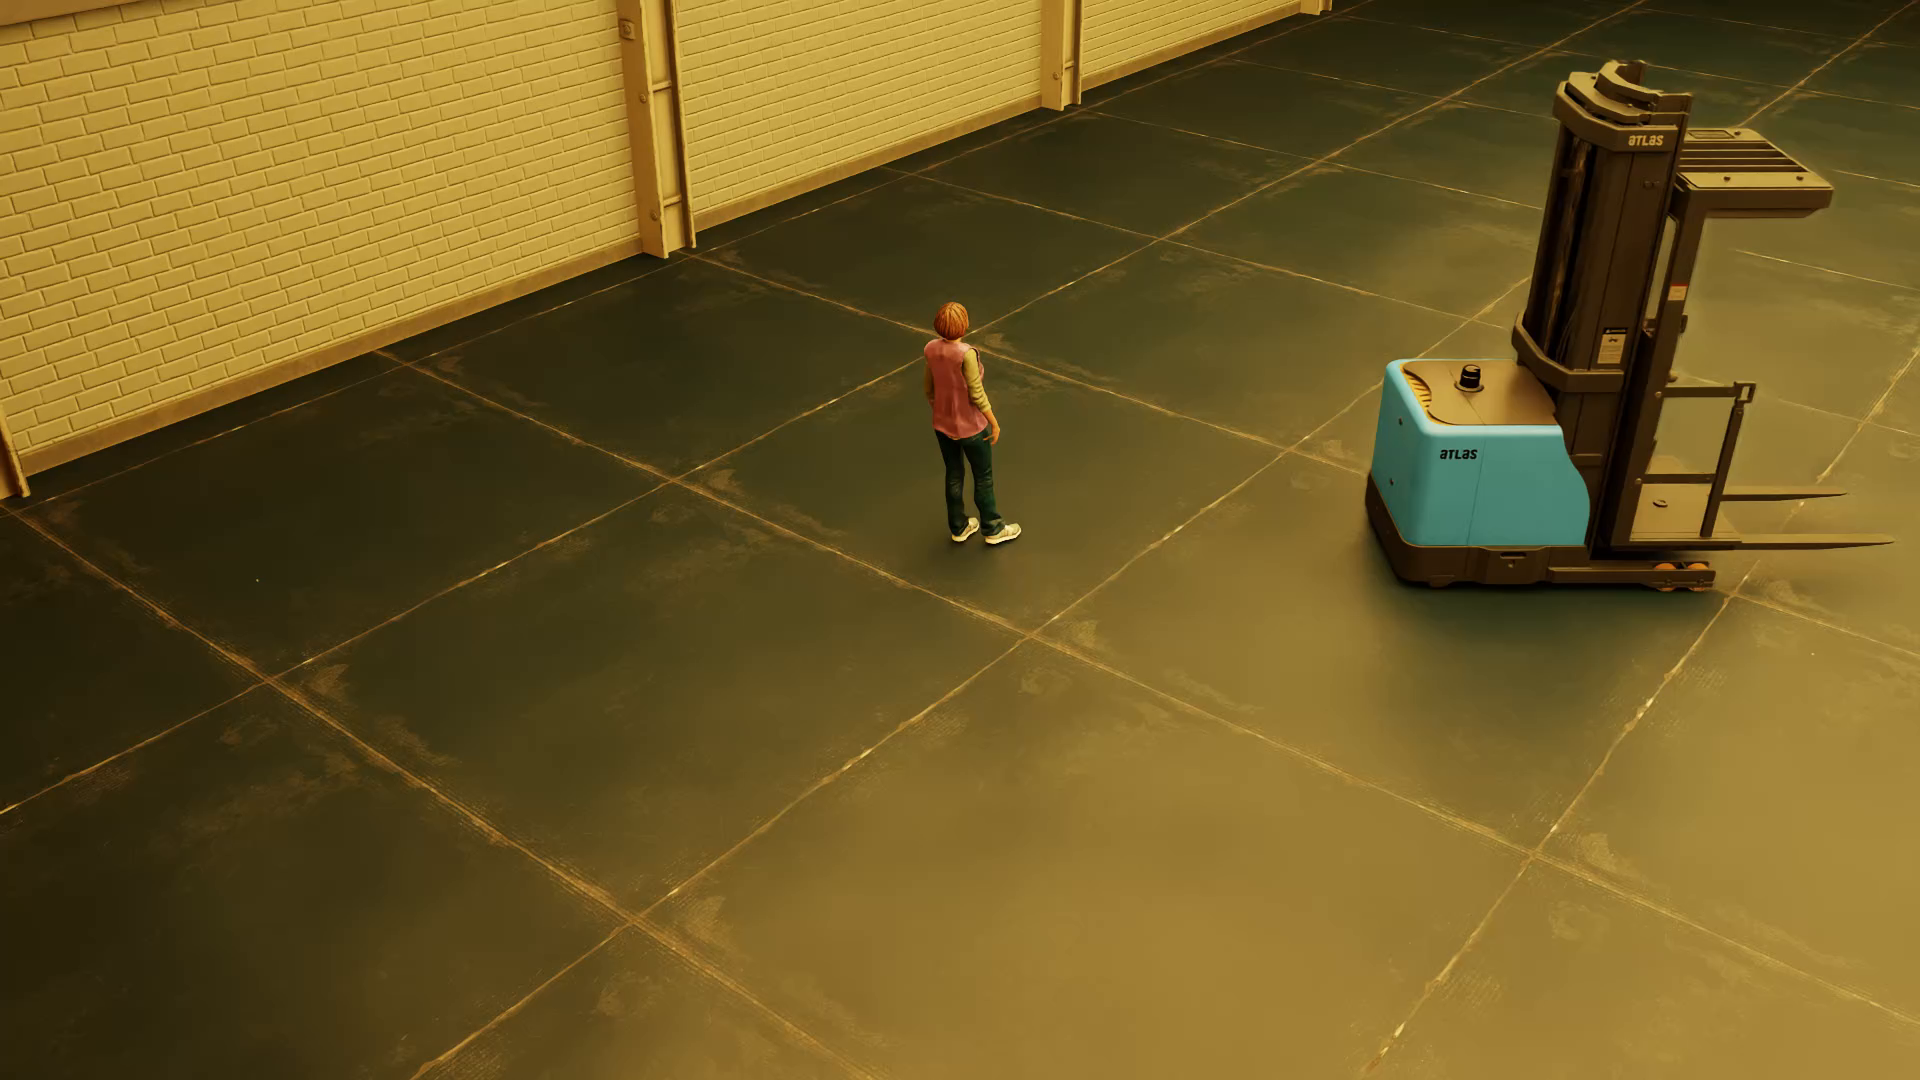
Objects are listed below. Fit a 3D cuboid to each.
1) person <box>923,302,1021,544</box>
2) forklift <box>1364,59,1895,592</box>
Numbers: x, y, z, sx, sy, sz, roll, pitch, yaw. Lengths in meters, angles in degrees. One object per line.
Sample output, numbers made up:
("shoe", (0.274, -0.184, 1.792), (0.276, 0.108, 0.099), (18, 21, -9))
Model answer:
("person", (0.058, -0.720, 10.136), (0.521, 1.599, 0.473), (22, 37, 33))
("forklift", (4.135, -1.226, 9.693), (3.031, 2.935, 1.130), (0, 30, 0))
